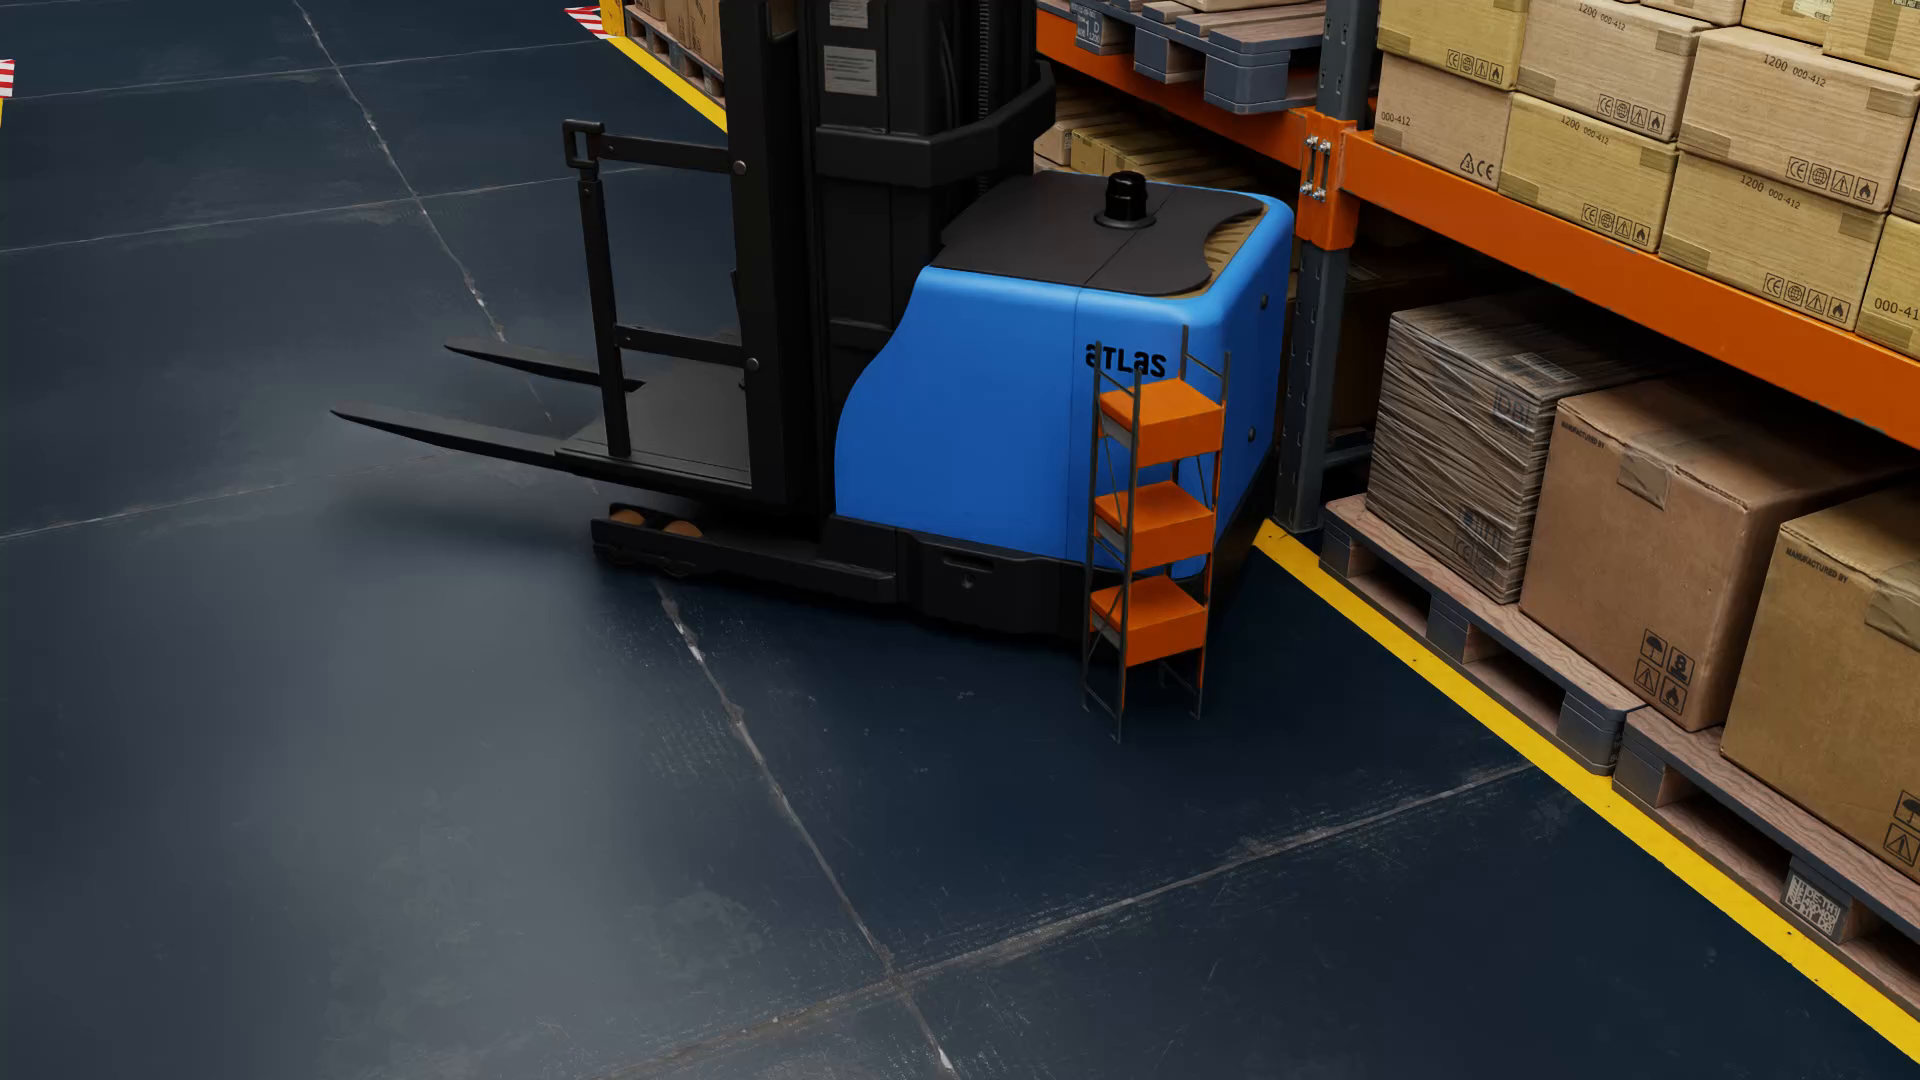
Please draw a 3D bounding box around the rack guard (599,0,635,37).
[{"bbox_3d":[-1.920,-3.858,11.619,1.175,0.500,0.348,-13,32,-22],"label":"rack guard"}]

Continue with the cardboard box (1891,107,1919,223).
[{"bbox_3d":[2.116,-0.677,3.032,0.500,0.250,0.500,-13,32,-21],"label":"cardboard box"}]

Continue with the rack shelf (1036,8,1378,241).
[{"bbox_3d":[0.623,-2.018,6.517,1.077,0.370,4.000,-13,32,-22],"label":"rack shelf"}]

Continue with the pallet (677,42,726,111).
[{"bbox_3d":[-1.057,-2.842,10.103,1.003,0.211,1.213,-13,32,-22],"label":"pallet"}]

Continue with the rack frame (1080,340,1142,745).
[{"bbox_3d":[0.368,0.029,4.126,0.008,1.050,0.200,-13,32,-22],"label":"rack frame"}]

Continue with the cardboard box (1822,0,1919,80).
[{"bbox_3d":[1.916,-1.004,3.208,0.380,0.149,0.250,-12,32,-21],"label":"cardboard box"}]

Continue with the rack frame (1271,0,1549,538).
[{"bbox_3d":[1.481,-1.448,4.766,1.000,3.000,0.127,-13,32,-22],"label":"rack frame"}]

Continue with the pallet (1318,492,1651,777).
[{"bbox_3d":[1.800,0.140,4.785,1.003,0.211,1.213,-13,32,-22],"label":"pallet"}]

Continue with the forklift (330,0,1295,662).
[{"bbox_3d":[-0.584,-1.393,4.738,3.031,2.935,1.130,11,31,19],"label":"forklift"}]

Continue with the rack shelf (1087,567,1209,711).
[{"bbox_3d":[0.478,0.254,4.313,0.240,0.259,0.215,-13,32,-22],"label":"rack shelf"}]

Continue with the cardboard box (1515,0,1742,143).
[{"bbox_3d":[1.665,-1.132,3.844,0.500,0.250,0.500,-12,31,-20],"label":"cardboard box"}]

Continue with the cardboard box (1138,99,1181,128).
[{"bbox_3d":[0.936,-1.680,6.642,0.380,0.149,0.250,-13,32,-22],"label":"cardboard box"}]

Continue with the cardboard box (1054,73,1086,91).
[{"bbox_3d":[0.295,-1.813,6.879,0.380,0.149,0.250,-12,31,-20],"label":"cardboard box"}]

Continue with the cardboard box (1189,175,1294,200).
[{"bbox_3d":[0.895,-1.103,5.613,0.380,0.149,0.250,-15,33,-25],"label":"cardboard box"}]

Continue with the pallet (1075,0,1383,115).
[{"bbox_3d":[1.127,-1.649,5.320,1.213,0.211,1.003,-13,32,-22],"label":"pallet"}]

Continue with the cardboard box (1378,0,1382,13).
[{"bbox_3d":[1.402,-1.935,5.103,0.500,0.500,0.500,-12,31,-20],"label":"cardboard box"}]

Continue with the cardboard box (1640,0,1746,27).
[{"bbox_3d":[1.725,-1.234,3.617,0.380,0.149,0.250,-13,32,-21],"label":"cardboard box"}]

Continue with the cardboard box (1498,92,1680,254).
[{"bbox_3d":[1.663,-0.912,3.963,0.500,0.250,0.500,-14,32,-23],"label":"cardboard box"}]

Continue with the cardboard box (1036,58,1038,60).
[{"bbox_3d":[0.117,-2.041,7.287,0.380,0.149,0.250,-14,32,-23],"label":"cardboard box"}]

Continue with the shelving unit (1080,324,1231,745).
[{"bbox_3d":[0.478,0.003,4.172,0.252,1.050,0.215,-13,32,-22],"label":"shelving unit"}]

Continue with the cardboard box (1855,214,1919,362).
[{"bbox_3d":[2.111,-0.457,3.151,0.500,0.250,0.500,-12,31,-20],"label":"cardboard box"}]

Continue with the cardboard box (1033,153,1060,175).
[{"bbox_3d":[0.433,-1.362,6.739,0.500,0.500,0.500,-14,32,-24],"label":"cardboard box"}]

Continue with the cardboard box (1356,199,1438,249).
[{"bbox_3d":[1.539,-1.120,5.643,0.380,0.149,0.250,-11,31,-19],"label":"cardboard box"}]

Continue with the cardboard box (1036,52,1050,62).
[{"bbox_3d":[0.546,-2.161,7.500,0.380,0.149,0.250,-15,32,-24],"label":"cardboard box"}]

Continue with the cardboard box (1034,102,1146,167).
[{"bbox_3d":[0.497,-1.581,6.465,0.380,0.149,0.250,-15,32,-24],"label":"cardboard box"}]

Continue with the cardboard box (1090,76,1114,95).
[{"bbox_3d":[0.777,-1.926,7.081,0.380,0.149,0.250,-13,32,-21],"label":"cardboard box"}]

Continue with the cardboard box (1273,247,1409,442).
[{"bbox_3d":[1.106,-0.683,5.527,0.500,0.500,0.500,-12,31,-21],"label":"cardboard box"}]

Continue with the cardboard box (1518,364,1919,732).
[{"bbox_3d":[2.024,-0.030,4.236,0.875,0.625,0.625,-12,31,-20],"label":"cardboard box"}]

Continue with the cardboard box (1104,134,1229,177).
[{"bbox_3d":[0.750,-1.355,6.062,0.380,0.149,0.250,-12,31,-21],"label":"cardboard box"}]

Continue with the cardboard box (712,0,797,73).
[{"bbox_3d":[-0.998,-2.941,9.554,0.700,0.500,0.500,-14,32,-24],"label":"cardboard box"}]

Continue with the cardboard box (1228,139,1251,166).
[{"bbox_3d":[1.237,-1.475,6.277,0.380,0.149,0.250,-15,32,-24],"label":"cardboard box"}]

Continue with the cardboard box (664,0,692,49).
[{"bbox_3d":[-1.444,-3.399,10.371,0.700,0.500,0.500,-12,31,-20],"label":"cardboard box"}]
